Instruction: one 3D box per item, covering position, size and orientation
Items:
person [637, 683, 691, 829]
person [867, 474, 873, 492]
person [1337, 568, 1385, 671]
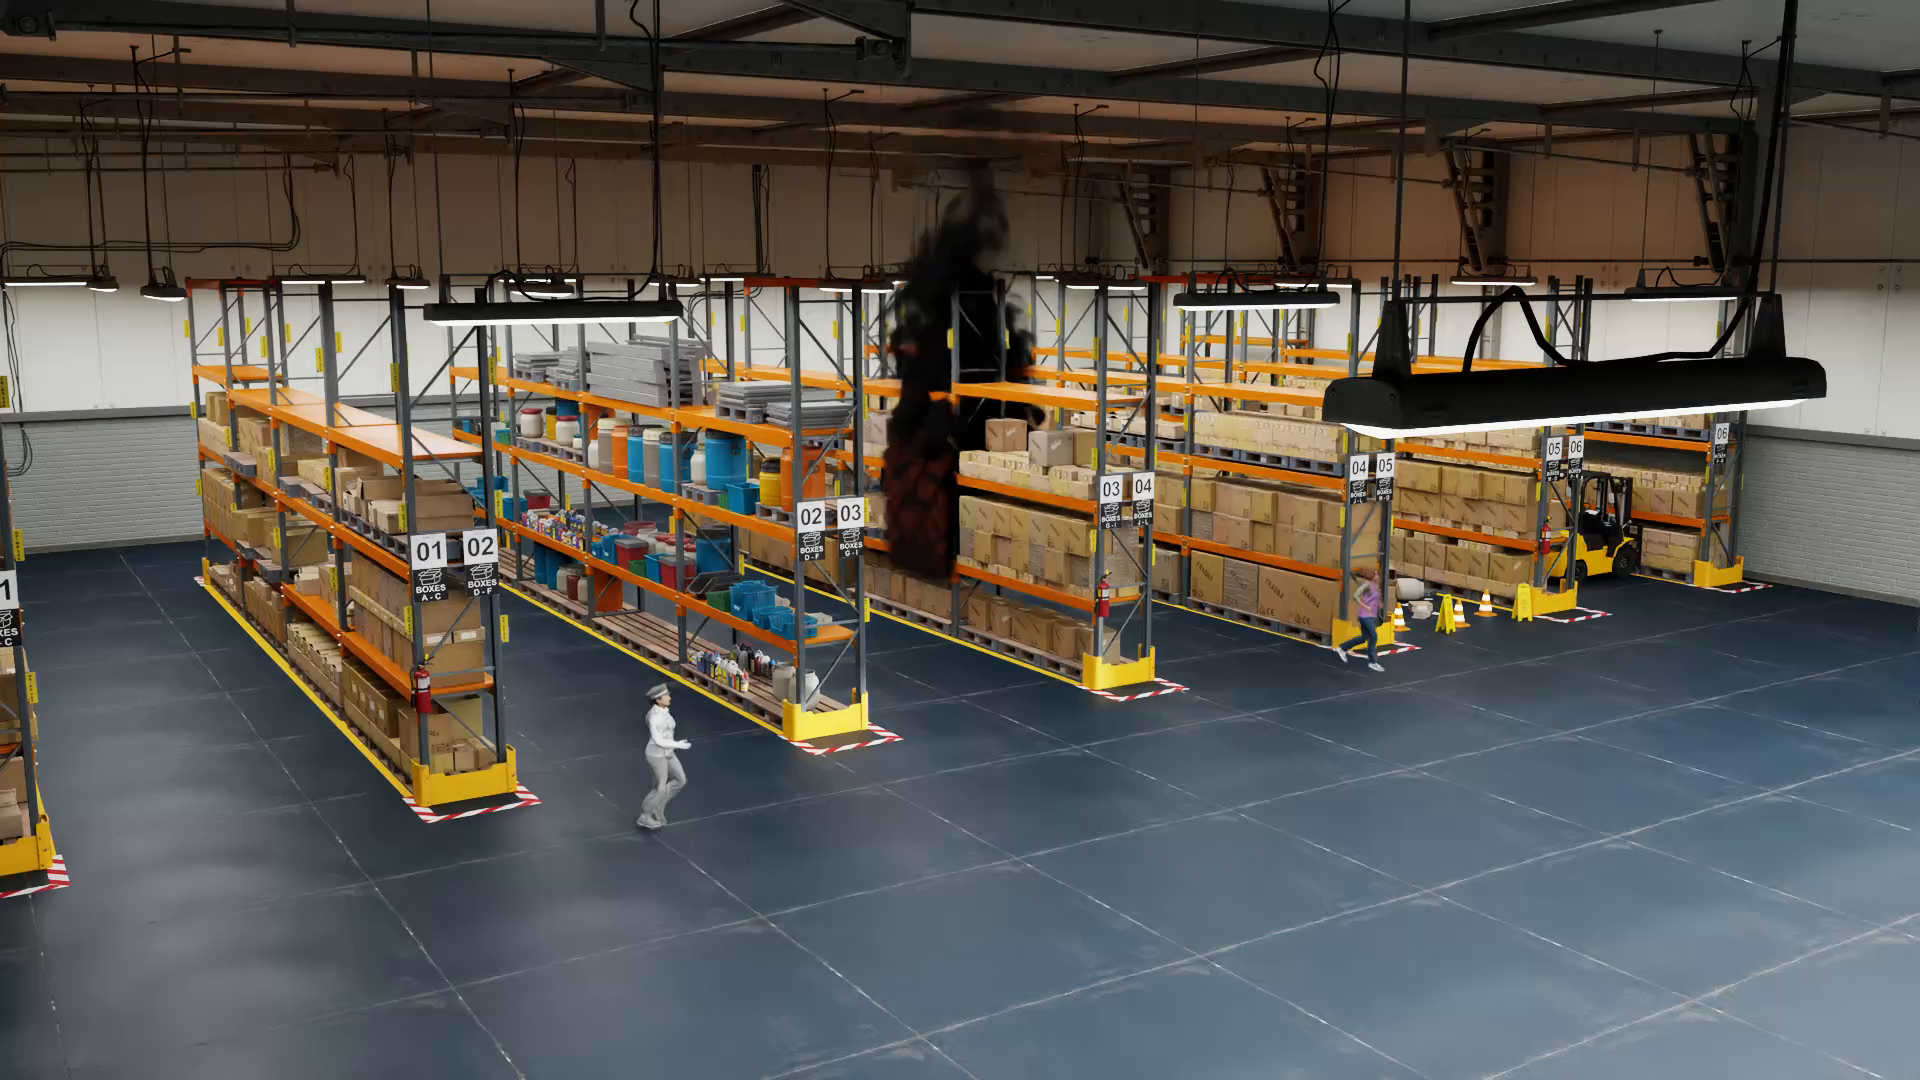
[{"bbox_3d":[-3.315,2.414,18.641,0.639,1.686,0.644,0,10,2],"label":"person"},{"bbox_3d":[-2.333,-0.934,38.405,0.674,1.742,0.845,-5,11,-29],"label":"person"},{"bbox_3d":[6.363,1.217,26.144,0.798,1.584,0.575,6,11,31],"label":"person"}]
